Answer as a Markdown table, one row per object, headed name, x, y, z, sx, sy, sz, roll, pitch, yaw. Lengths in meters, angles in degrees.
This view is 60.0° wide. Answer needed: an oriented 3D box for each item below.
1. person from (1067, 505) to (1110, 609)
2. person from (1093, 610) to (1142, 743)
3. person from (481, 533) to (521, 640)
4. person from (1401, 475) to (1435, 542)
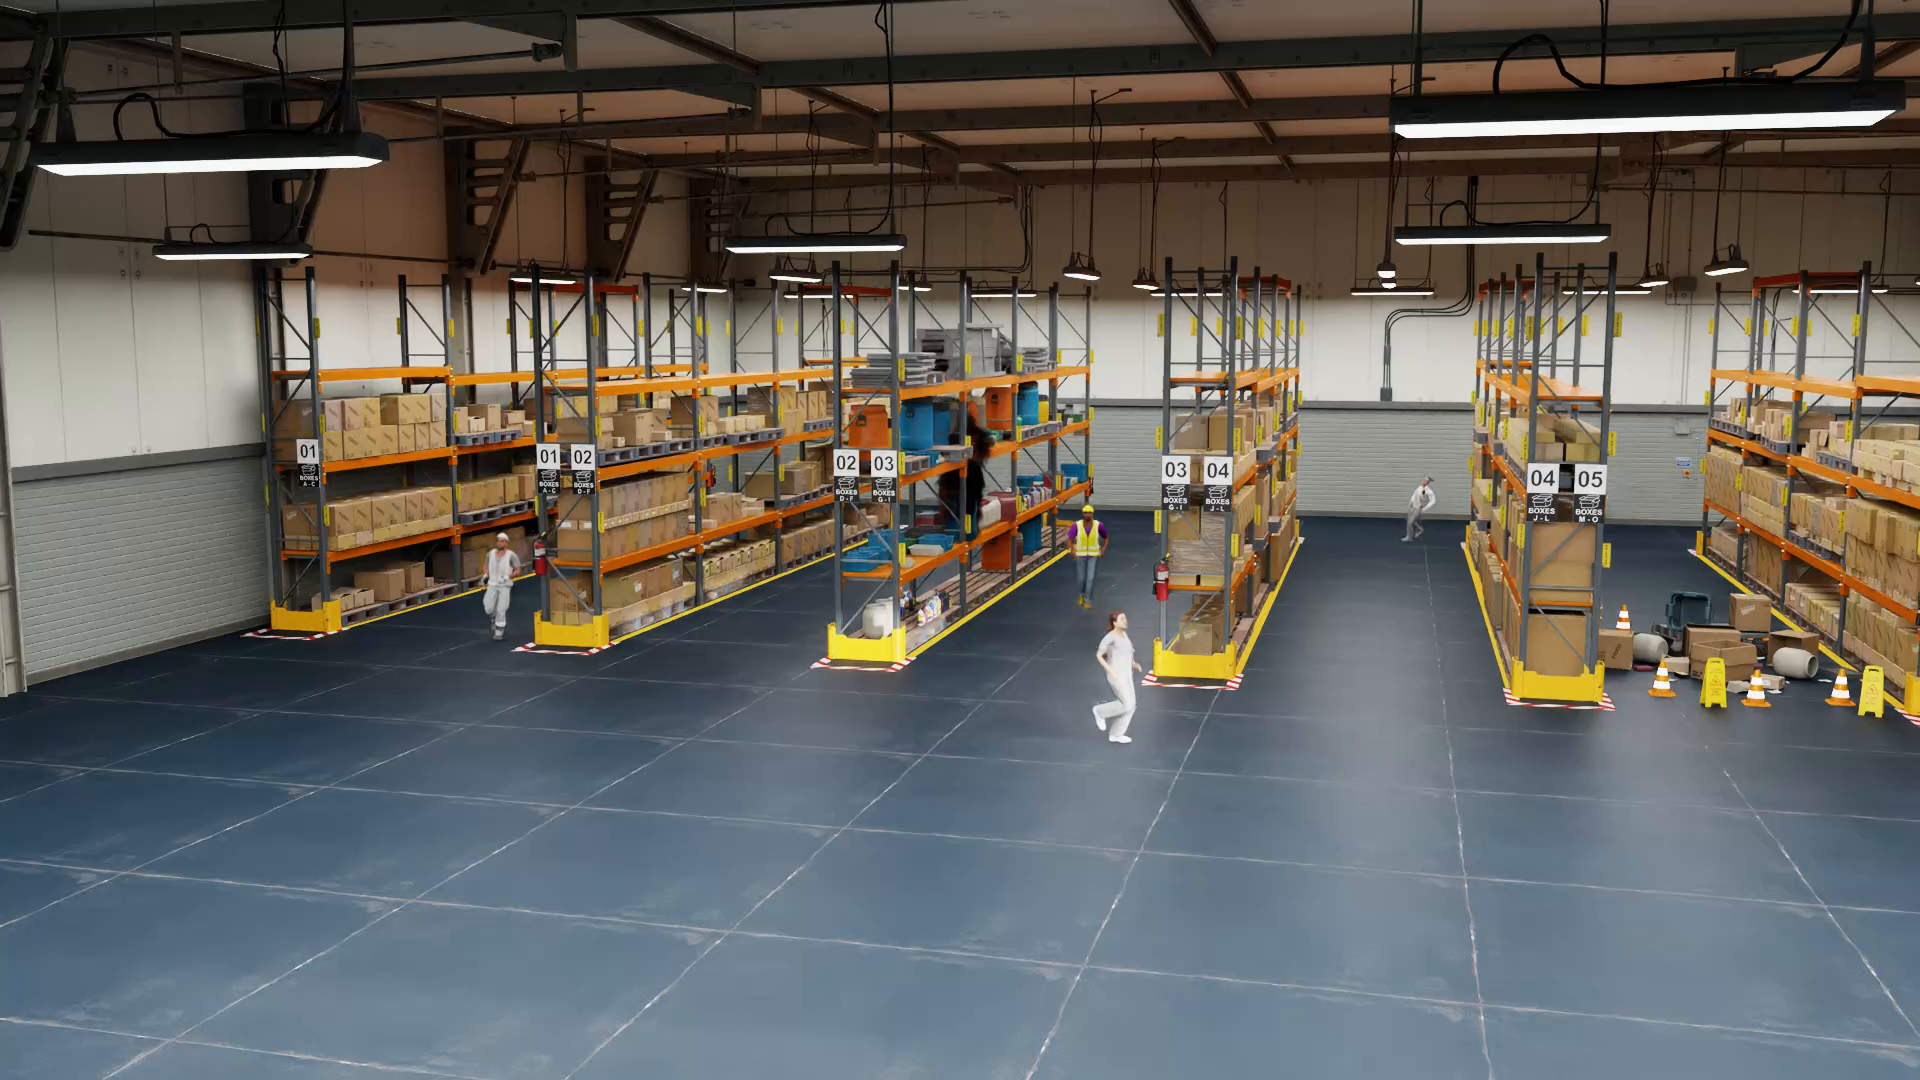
| name | x | y | z | sx | sy | sz | roll | pitch | yaw |
| --- | --- | --- | --- | --- | --- | --- | --- | --- | --- |
| person | 2.180 | 0.277 | 28.233 | 0.724 | 1.756 | 0.598 | 0 | 7 | 3 |
| person | 1.916 | 1.651 | 20.179 | 0.569 | 1.621 | 0.564 | 6 | 9 | 39 |
| person | -7.403 | 0.753 | 26.815 | 0.643 | 1.736 | 0.568 | 0 | 7 | 1 |
| person | 10.730 | -0.731 | 38.954 | 0.611 | 1.579 | 0.687 | -2 | 8 | -16 |
